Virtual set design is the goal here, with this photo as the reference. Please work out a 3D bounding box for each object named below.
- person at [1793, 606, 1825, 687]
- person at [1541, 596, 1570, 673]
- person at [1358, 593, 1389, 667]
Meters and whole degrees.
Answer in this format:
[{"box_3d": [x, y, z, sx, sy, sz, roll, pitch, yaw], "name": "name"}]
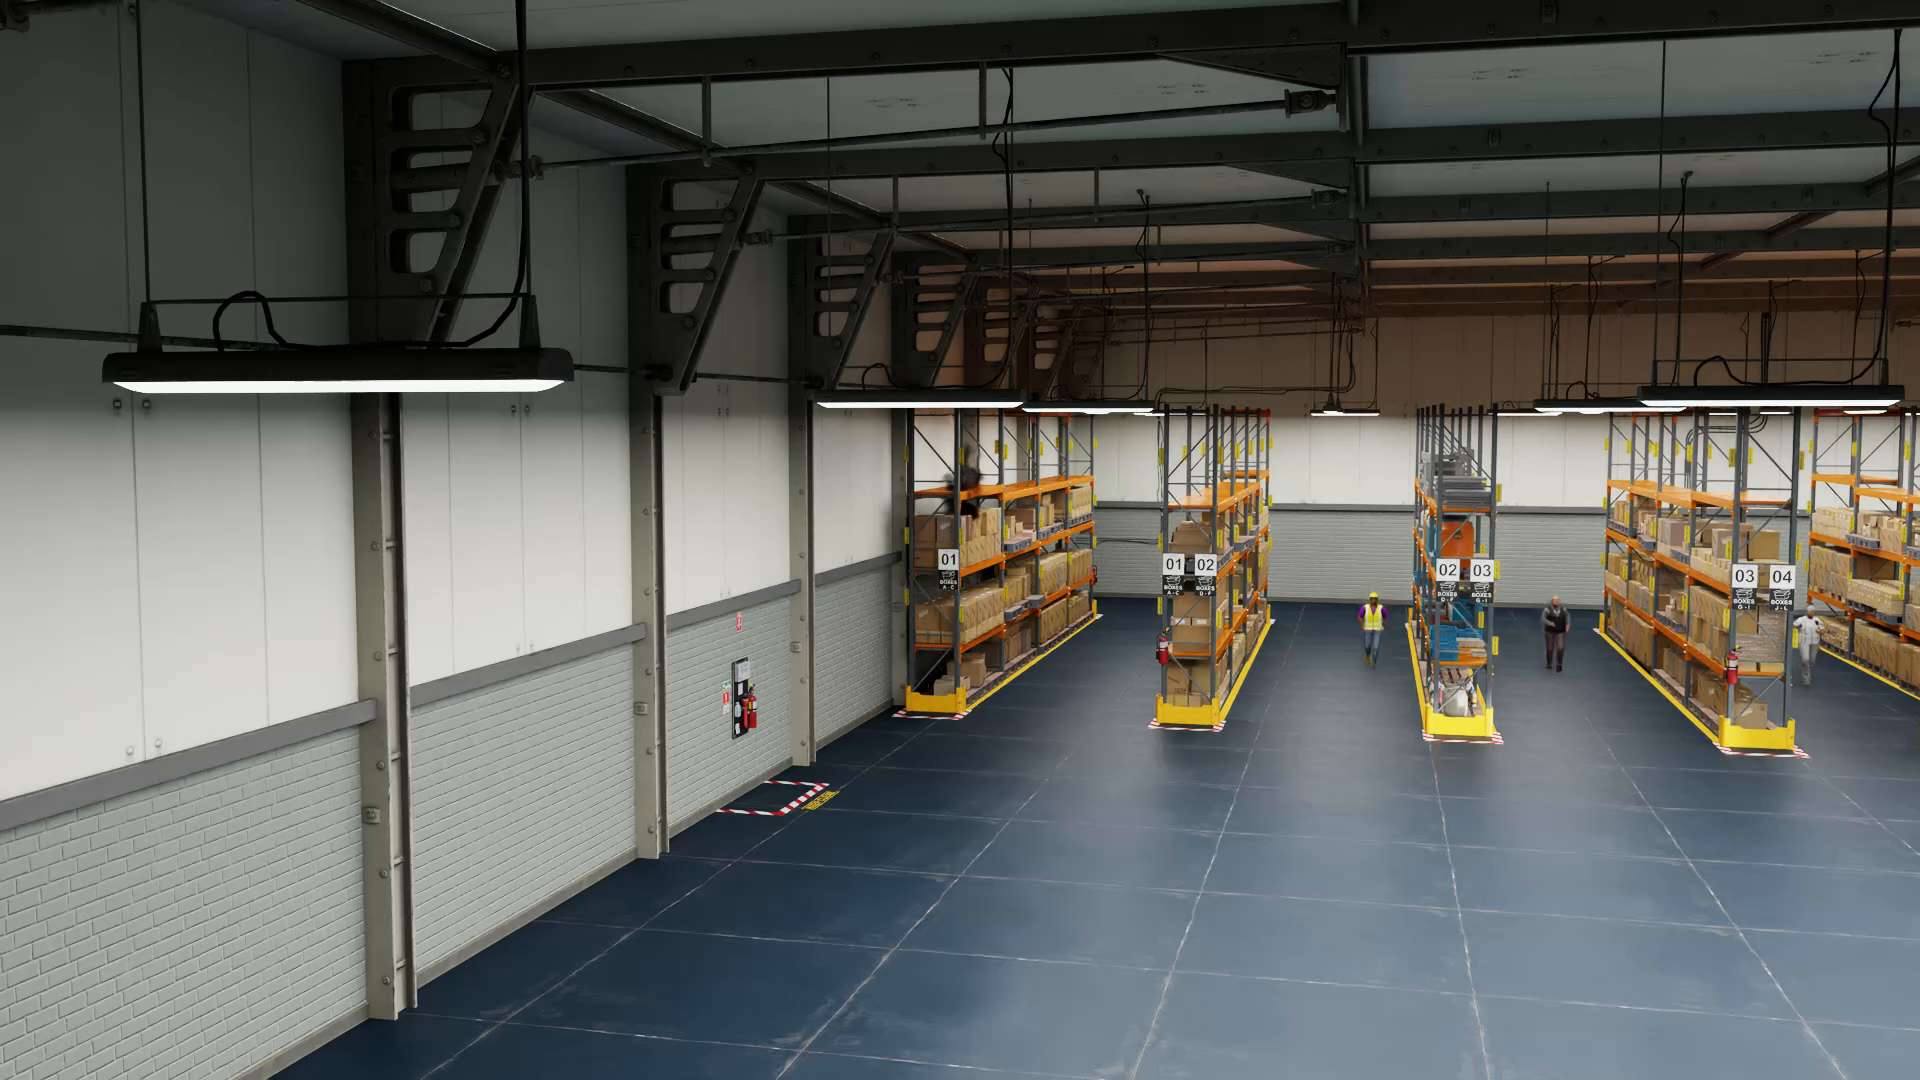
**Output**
[{"box_3d": [18.360, 2.265, 35.970, 0.589, 1.706, 0.847, 1, 4, 8], "name": "person"}, {"box_3d": [13.470, 2.148, 37.611, 0.671, 1.783, 0.733, 1, 4, 10], "name": "person"}, {"box_3d": [9.501, 2.075, 38.246, 0.695, 1.720, 0.587, 1, 4, 14], "name": "person"}]
